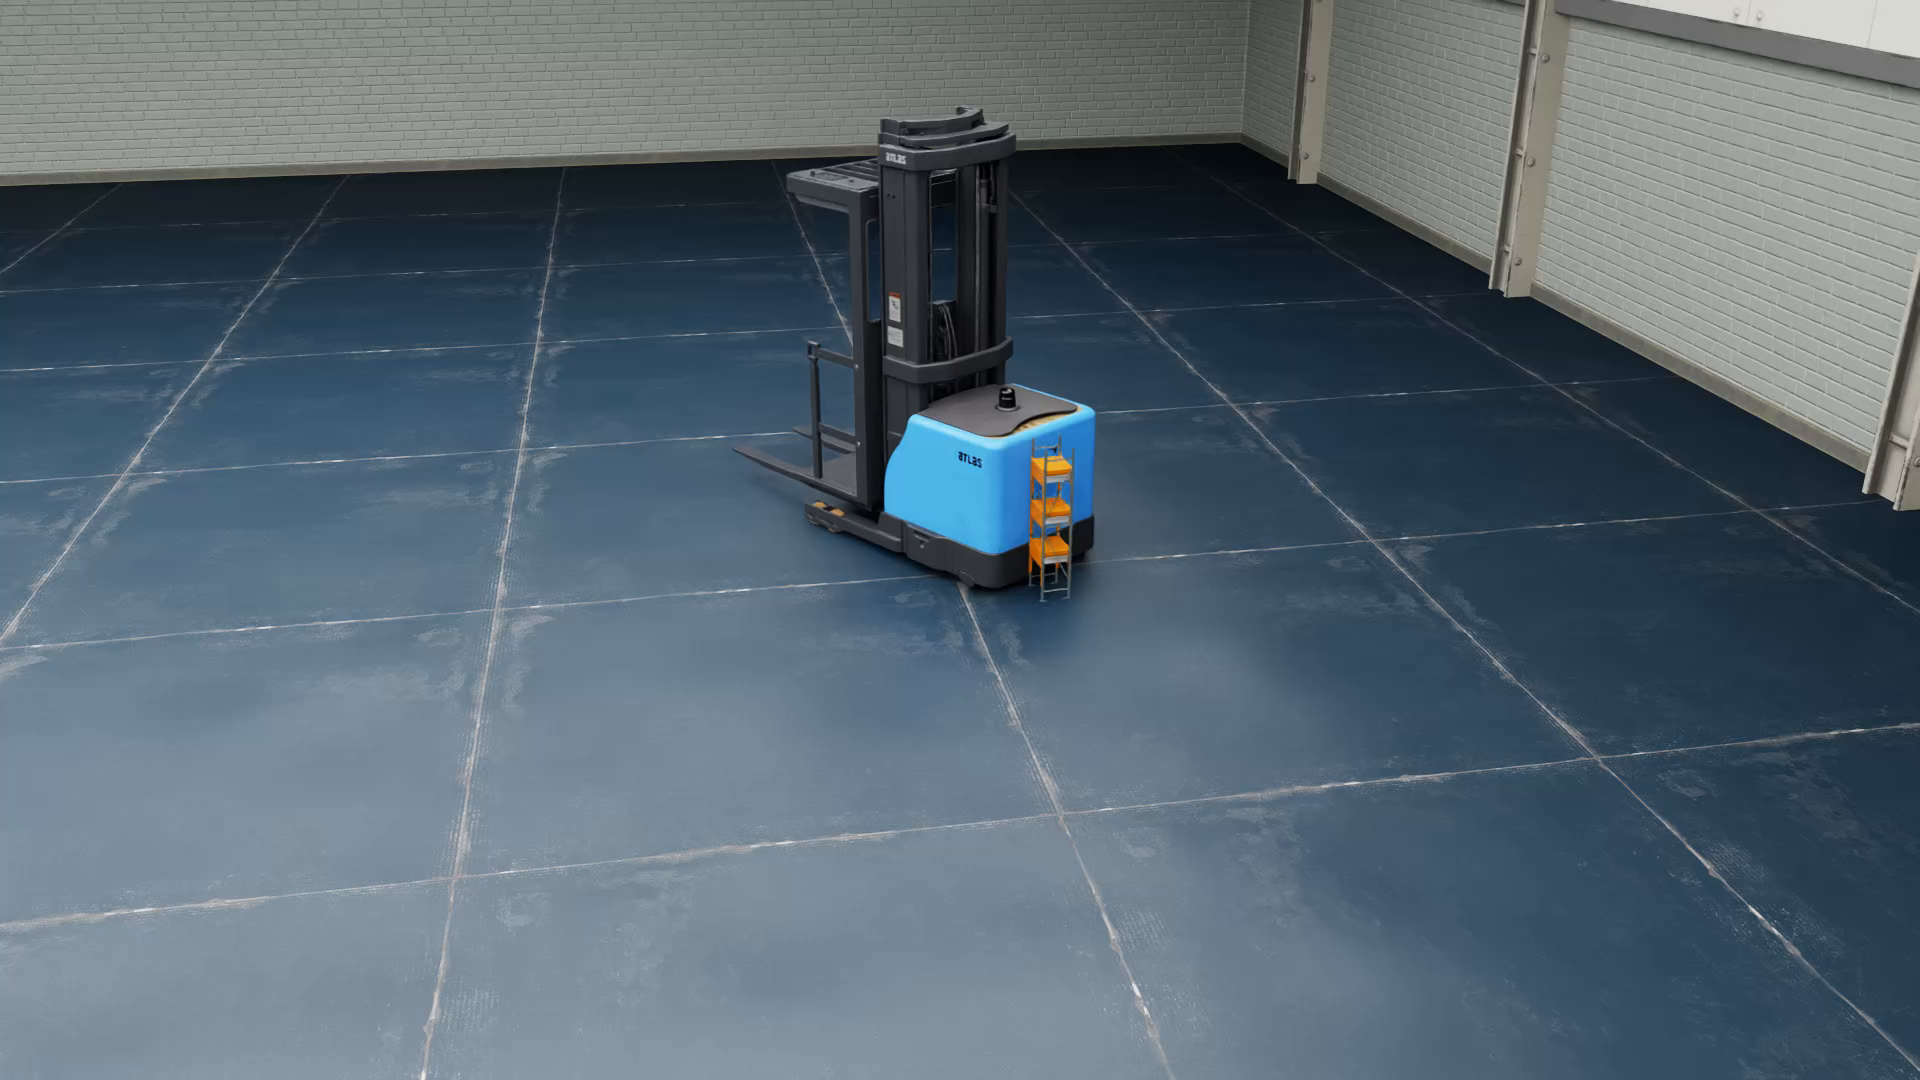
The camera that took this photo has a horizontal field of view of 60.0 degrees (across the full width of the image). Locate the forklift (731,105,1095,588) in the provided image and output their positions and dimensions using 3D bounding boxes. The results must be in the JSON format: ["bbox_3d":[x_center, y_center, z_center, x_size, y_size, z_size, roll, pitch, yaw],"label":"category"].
[{"bbox_3d":[-0.474,-1.524,11.577,1.130,2.935,3.031,-22,32,-40],"label":"forklift"}]

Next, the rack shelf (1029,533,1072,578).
[{"bbox_3d":[0.588,0.129,10.863,0.215,0.259,0.240,-7,24,-15],"label":"rack shelf"}]

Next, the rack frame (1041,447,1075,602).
[{"bbox_3d":[0.624,-0.089,10.641,0.200,1.050,0.008,-7,24,-15],"label":"rack frame"}]

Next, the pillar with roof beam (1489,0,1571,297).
[{"bbox_3d":[1.676,-6.469,15.319,9.100,9.000,0.400,-4,24,-10],"label":"pillar with roof beam"}]

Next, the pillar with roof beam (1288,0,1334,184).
[{"bbox_3d":[0.566,-8.829,20.723,9.100,9.000,0.400,-4,24,-10],"label":"pillar with roof beam"}]

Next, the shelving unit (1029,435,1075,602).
[{"bbox_3d":[0.589,-0.136,10.748,0.215,1.050,0.252,-7,24,-15],"label":"shelving unit"}]

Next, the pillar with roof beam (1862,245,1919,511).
[{"bbox_3d":[2.785,-4.109,9.916,9.100,9.000,0.400,-4,24,-10],"label":"pillar with roof beam"}]

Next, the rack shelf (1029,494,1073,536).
[{"bbox_3d":[0.589,-0.126,10.752,0.215,0.259,0.240,-7,24,-15],"label":"rack shelf"}]

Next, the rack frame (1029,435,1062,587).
[{"bbox_3d":[0.554,-0.182,10.855,0.200,1.050,0.008,-7,24,-15],"label":"rack frame"}]

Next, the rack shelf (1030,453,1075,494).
[{"bbox_3d":[0.590,-0.386,10.639,0.215,0.259,0.240,-7,24,-15],"label":"rack shelf"}]
